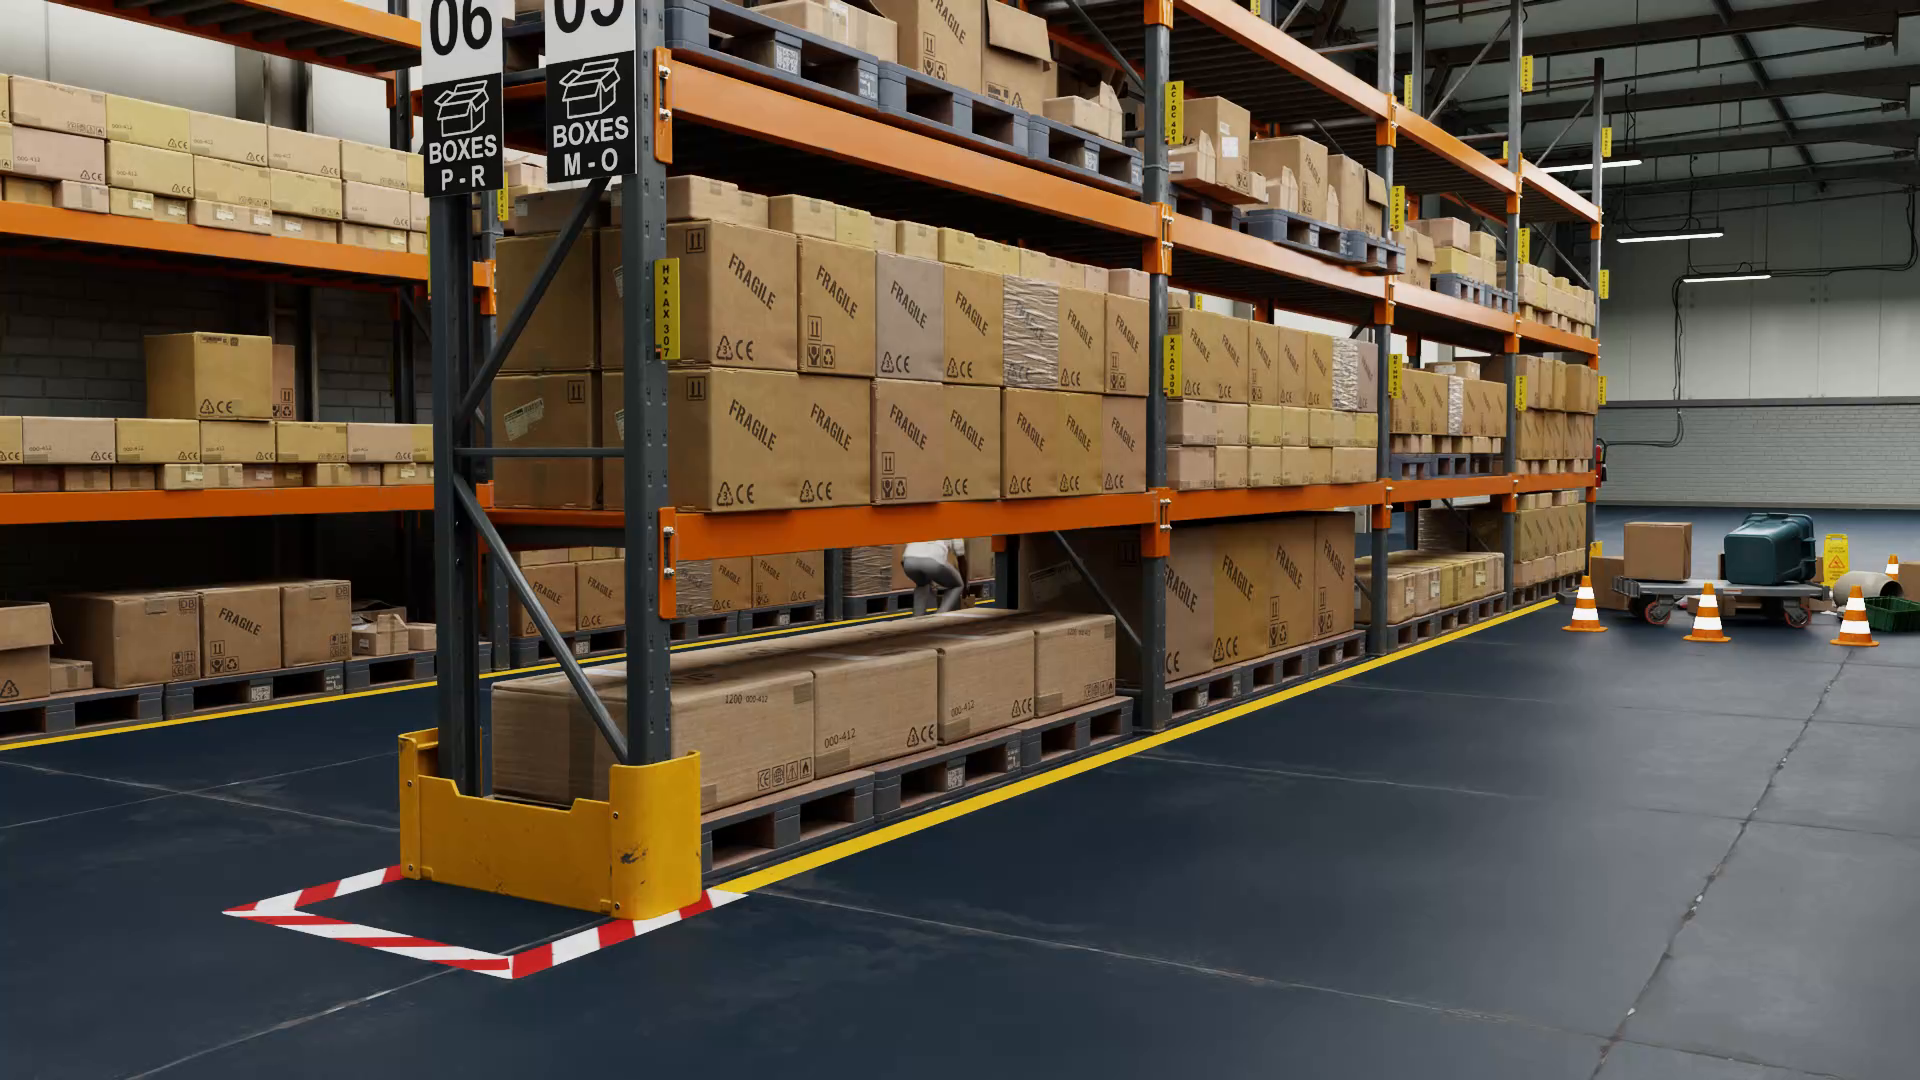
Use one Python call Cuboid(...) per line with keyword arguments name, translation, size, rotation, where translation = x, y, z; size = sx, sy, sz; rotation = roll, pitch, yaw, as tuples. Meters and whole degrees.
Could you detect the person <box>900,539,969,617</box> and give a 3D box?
Cuboid(name="person", translation=(-0.220, 0.223, 14.481), size=(0.494, 1.083, 0.834), rotation=(1, 3, 26))
